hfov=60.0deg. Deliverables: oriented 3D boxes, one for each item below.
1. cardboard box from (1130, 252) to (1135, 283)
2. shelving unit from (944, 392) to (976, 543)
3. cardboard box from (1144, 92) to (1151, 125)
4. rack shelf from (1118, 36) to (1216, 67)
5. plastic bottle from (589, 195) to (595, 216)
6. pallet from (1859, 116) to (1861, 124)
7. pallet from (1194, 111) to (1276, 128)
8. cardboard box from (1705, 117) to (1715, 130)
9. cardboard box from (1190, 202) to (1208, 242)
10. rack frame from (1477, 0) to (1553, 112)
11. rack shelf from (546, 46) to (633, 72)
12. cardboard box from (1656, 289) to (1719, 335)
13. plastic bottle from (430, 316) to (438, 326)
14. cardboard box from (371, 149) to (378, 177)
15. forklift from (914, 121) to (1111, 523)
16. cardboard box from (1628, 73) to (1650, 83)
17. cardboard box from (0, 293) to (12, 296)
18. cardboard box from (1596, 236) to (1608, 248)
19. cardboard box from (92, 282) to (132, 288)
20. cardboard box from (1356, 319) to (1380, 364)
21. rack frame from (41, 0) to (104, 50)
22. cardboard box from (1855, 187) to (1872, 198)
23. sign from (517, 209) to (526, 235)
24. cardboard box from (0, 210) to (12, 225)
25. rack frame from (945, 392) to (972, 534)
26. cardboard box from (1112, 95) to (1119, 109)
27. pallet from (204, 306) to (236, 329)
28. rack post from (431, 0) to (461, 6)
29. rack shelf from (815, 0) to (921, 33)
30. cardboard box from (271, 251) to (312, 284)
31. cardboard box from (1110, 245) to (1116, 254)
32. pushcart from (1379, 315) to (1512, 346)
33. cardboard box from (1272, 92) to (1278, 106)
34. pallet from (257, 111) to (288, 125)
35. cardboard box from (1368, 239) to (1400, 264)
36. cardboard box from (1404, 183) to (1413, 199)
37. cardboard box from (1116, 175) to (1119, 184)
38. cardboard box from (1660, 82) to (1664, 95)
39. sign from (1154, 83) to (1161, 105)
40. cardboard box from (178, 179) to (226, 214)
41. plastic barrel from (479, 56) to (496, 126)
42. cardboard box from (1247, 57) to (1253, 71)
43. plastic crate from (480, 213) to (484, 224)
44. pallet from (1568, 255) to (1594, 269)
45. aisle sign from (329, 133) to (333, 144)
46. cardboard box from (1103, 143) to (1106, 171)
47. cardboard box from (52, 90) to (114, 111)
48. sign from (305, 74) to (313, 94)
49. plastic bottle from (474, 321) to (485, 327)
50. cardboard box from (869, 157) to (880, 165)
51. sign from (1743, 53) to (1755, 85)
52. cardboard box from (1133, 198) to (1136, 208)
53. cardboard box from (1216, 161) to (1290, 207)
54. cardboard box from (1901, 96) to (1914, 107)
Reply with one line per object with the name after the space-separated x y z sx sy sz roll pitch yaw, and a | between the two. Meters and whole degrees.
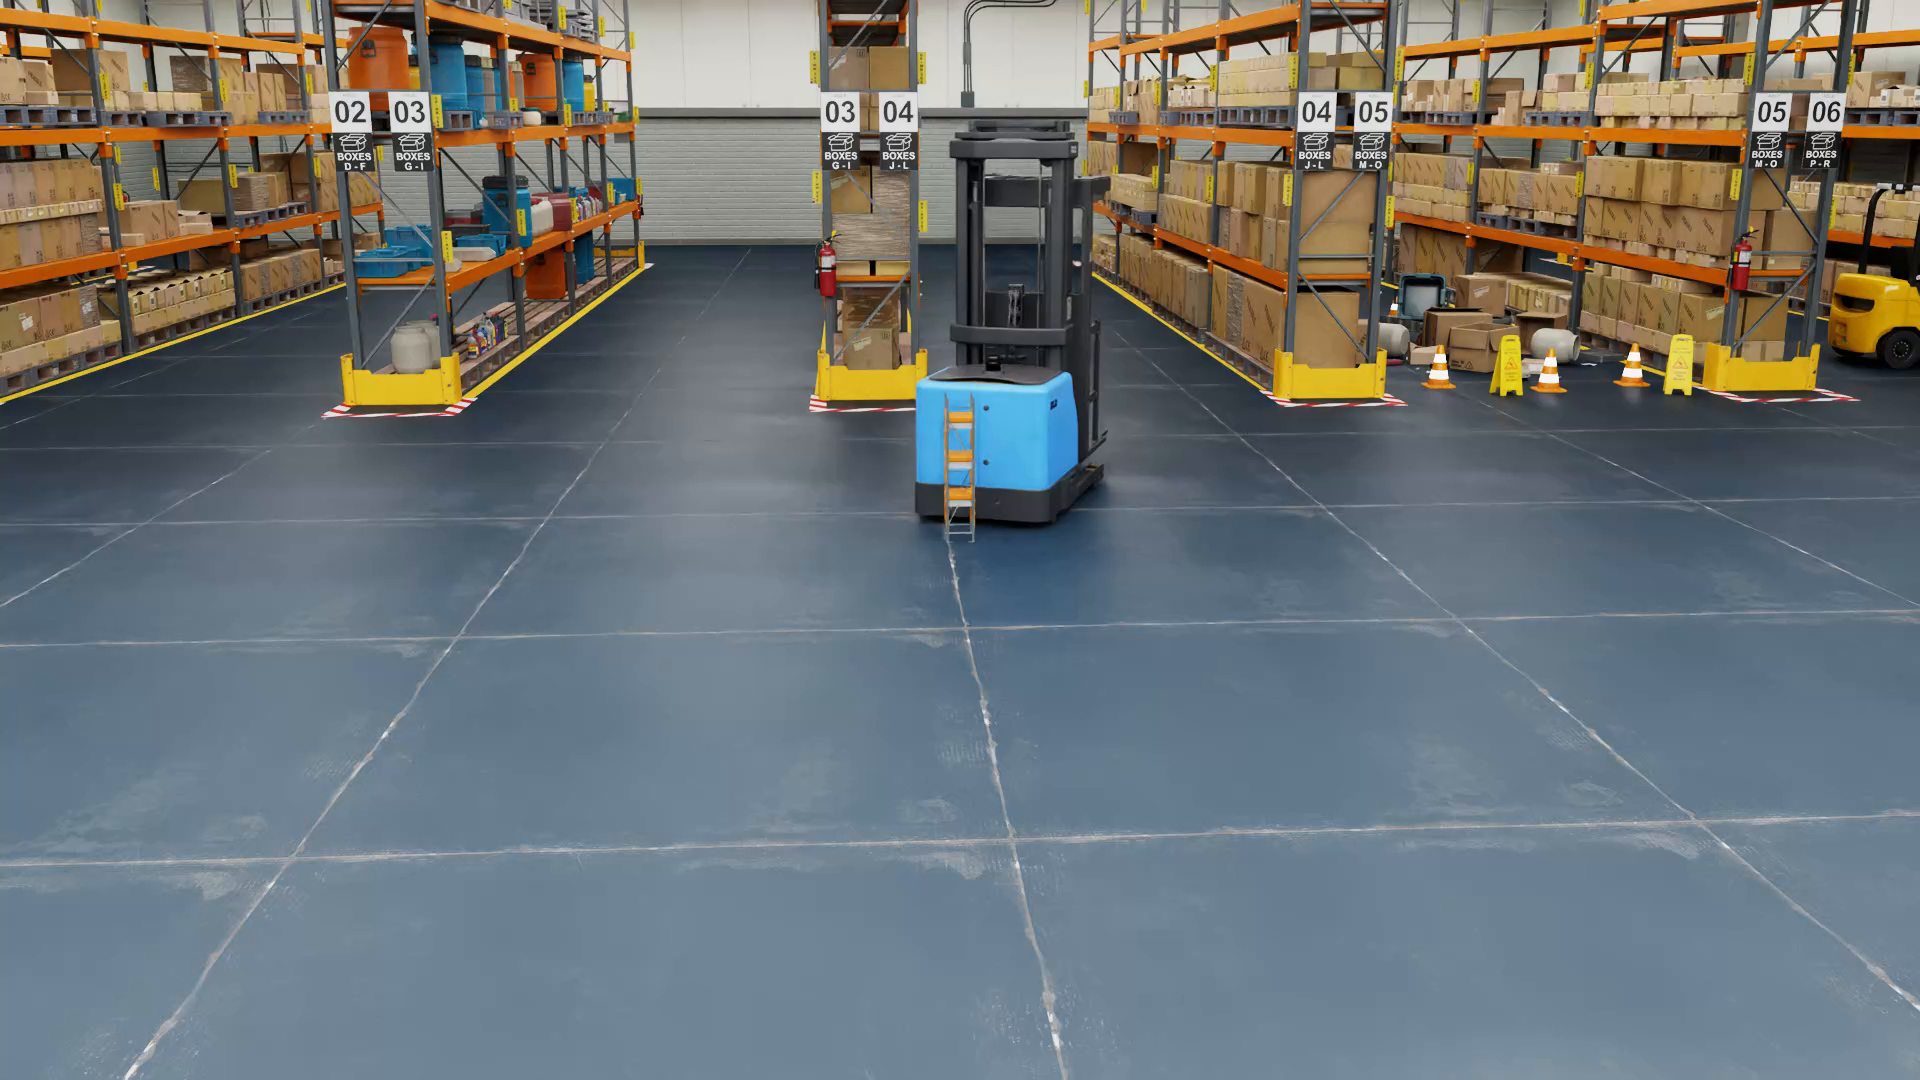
3.136 -4.562 27.911 0.500 0.500 0.500 -1 14 -2 | cardboard box
-0.003 -0.522 11.947 0.215 1.050 0.252 -1 14 -3 | shelving unit
3.189 -6.787 26.166 0.500 0.500 0.500 -1 14 -3 | cardboard box
3.398 -7.885 26.858 1.077 0.370 4.000 -1 14 -3 | rack shelf
-6.242 -5.643 28.039 0.144 0.351 0.185 -1 14 -3 | plastic bottle
13.541 -6.397 25.228 1.213 0.211 1.003 0 14 -1 | pallet
3.664 -5.616 22.200 0.805 0.209 1.217 -1 15 -6 | pallet
8.620 -4.679 18.678 0.380 0.149 0.250 0 14 -2 | cardboard box
3.439 -4.329 22.631 0.500 0.500 0.500 -1 14 -4 | cardboard box
8.456 -8.031 25.180 1.000 3.000 0.127 -1 14 -3 | rack frame
-6.750 -8.752 30.227 1.077 0.370 4.000 -1 14 -3 | rack shelf
8.606 -2.696 19.654 0.500 0.500 0.500 0 14 -1 | cardboard box
-6.483 -2.577 20.457 0.144 0.351 0.185 -1 15 -6 | plastic bottle
-11.516 -7.236 31.924 0.500 0.500 0.500 -1 14 -4 | cardboard box
0.572 -1.870 13.413 1.130 2.935 3.031 4 15 16 | forklift
9.027 -6.232 22.661 0.500 0.250 0.500 -1 14 -5 | cardboard box
-11.263 -2.567 19.156 0.500 0.500 0.500 -1 14 -3 | cardboard box
8.471 -3.864 21.528 0.380 0.149 0.250 0 14 -2 | cardboard box
-11.453 -3.319 22.455 0.500 0.311 0.500 -1 14 -4 | cardboard box
4.890 -2.450 20.539 0.500 0.500 0.500 2 15 6 | cardboard box
-16.762 -9.638 31.426 1.000 3.000 0.127 -1 14 -3 | rack frame
13.213 -5.034 24.071 0.380 0.149 0.250 -1 14 -5 | cardboard box
-5.581 -4.041 21.157 0.100 0.325 0.005 -1 14 -3 | sign
-10.701 -3.551 18.306 0.380 0.149 0.250 -1 14 -5 | cardboard box
-0.011 -0.552 12.065 0.200 1.050 0.008 -1 14 -3 | rack frame
2.992 -7.752 29.413 0.500 0.250 0.500 -2 15 -6 | cardboard box
-11.310 -3.265 24.291 1.003 0.211 1.213 -1 14 -3 | pallet
-5.802 -5.760 17.356 0.937 0.300 0.954 1 14 3 | rack post
-1.063 -6.036 18.876 1.077 0.370 4.000 -1 14 -3 | rack shelf
-11.231 -4.576 27.927 0.500 0.500 0.500 -1 14 -3 | cardboard box
2.937 -5.277 30.201 0.380 0.149 0.250 -1 14 -3 | cardboard box
6.432 -2.813 22.203 1.648 0.377 0.936 -6 16 -23 | pushcart
3.627 -4.821 18.186 0.380 0.149 0.250 -1 14 -3 | cardboard box
-11.532 -6.756 26.621 1.213 0.211 1.003 -1 14 -3 | pallet
8.221 -5.463 31.539 0.875 0.438 0.875 -1 14 -5 | cardboard box
8.015 -6.047 28.806 0.500 0.250 0.500 -1 14 -3 | cardboard box
2.876 -6.150 28.378 0.380 0.149 0.250 -1 14 -3 | cardboard box
8.577 -5.379 19.797 0.380 0.149 0.250 -1 14 -2 | cardboard box
2.980 -6.719 25.064 0.100 0.325 0.005 -1 14 -3 | sign
-11.474 -5.227 25.279 0.700 0.500 0.500 -6 16 -22 | cardboard box
-6.419 -5.882 21.844 0.600 0.901 0.600 0 14 0 | plastic barrel
3.548 -5.524 19.317 0.380 0.149 0.250 -1 14 -4 | cardboard box
-6.509 -4.163 22.219 0.392 0.384 0.575 -1 14 -3 | plastic crate
12.970 -5.625 33.465 1.003 0.211 1.213 -1 14 -3 | pallet
-12.115 -8.082 32.199 0.394 0.787 0.004 -1 14 -3 | aisle sign
2.920 -7.064 30.658 0.500 0.500 0.500 -1 14 -2 | cardboard box
-11.103 -5.563 21.064 0.500 0.250 0.500 1 14 2 | cardboard box
-11.016 -7.719 28.158 0.100 0.325 0.005 -1 14 -3 | sign
-5.937 -2.583 20.630 0.152 0.276 0.135 -1 14 -3 | plastic bottle
-0.884 -4.547 20.874 0.500 0.500 0.500 -1 14 -3 | cardboard box
8.397 -5.014 17.697 0.100 0.325 0.005 -1 14 -3 | sign
2.991 -5.409 26.691 0.380 0.149 0.250 -1 14 -4 | cardboard box
3.758 -4.532 21.154 0.875 0.550 0.550 -1 14 -3 | cardboard box
13.287 -6.060 23.000 0.380 0.149 0.250 -1 14 -4 | cardboard box
